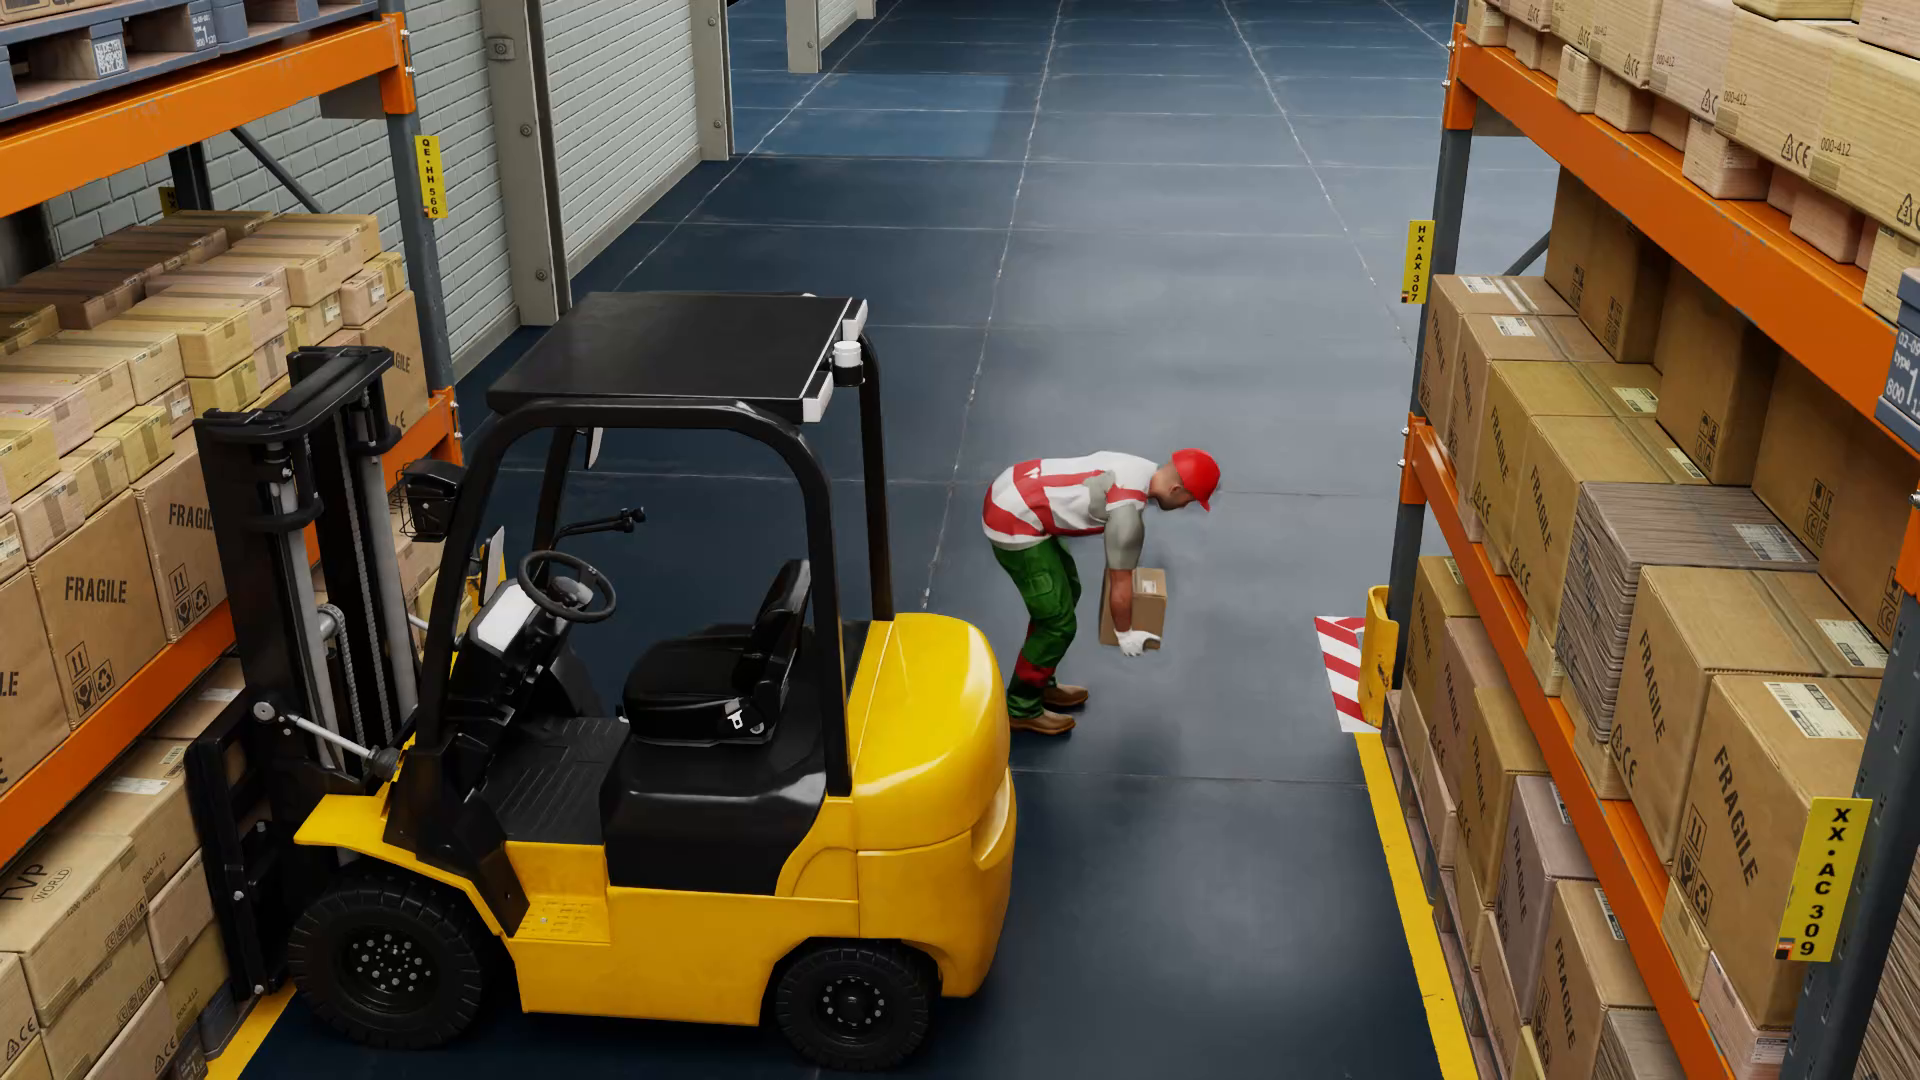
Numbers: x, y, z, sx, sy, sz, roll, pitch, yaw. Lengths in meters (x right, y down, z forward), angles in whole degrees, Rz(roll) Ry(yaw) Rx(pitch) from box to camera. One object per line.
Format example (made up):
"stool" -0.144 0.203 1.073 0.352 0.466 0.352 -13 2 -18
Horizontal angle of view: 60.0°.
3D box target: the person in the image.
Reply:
"person" 0.562 0.189 6.844 0.949 1.218 0.483 1 24 2
